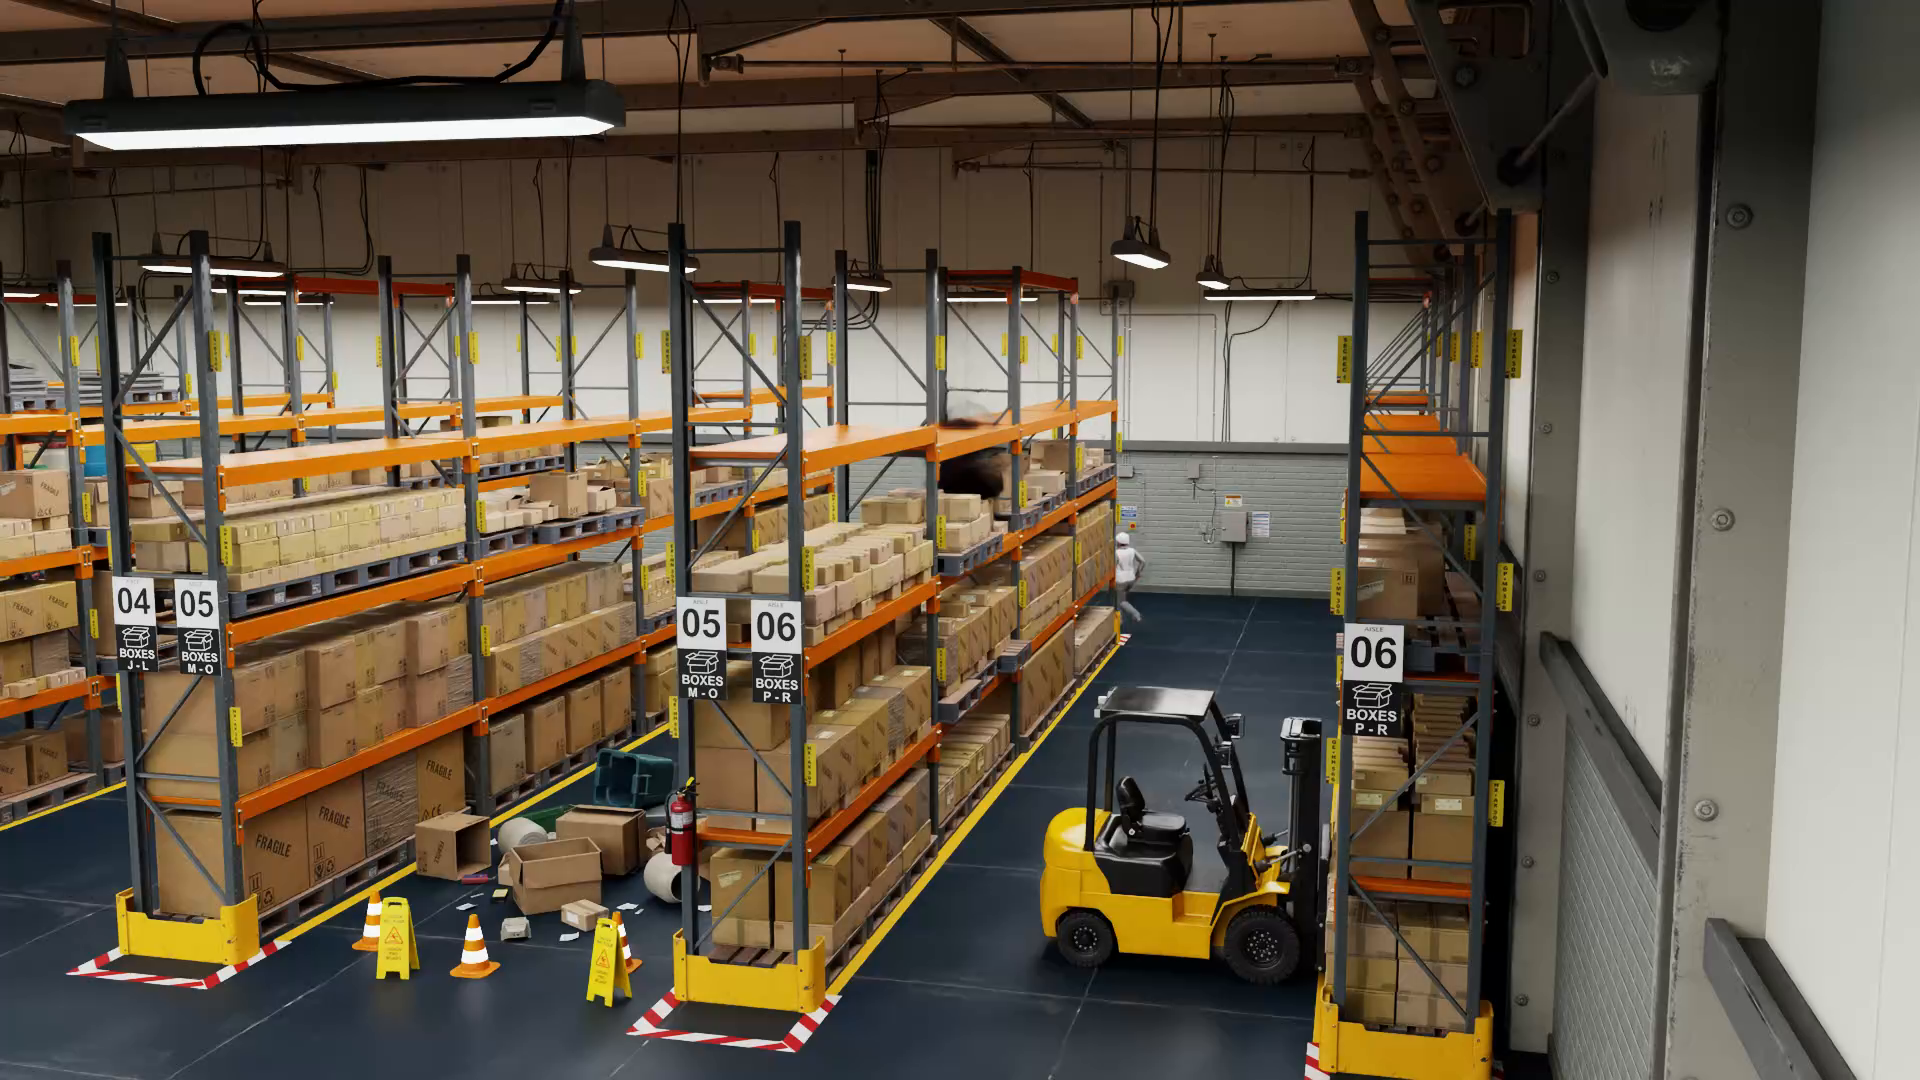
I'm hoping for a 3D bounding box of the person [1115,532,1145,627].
[{"bbox_3d":[2.850,0.727,29.334,0.685,1.749,0.849,-5,8,-34],"label":"person"}]
